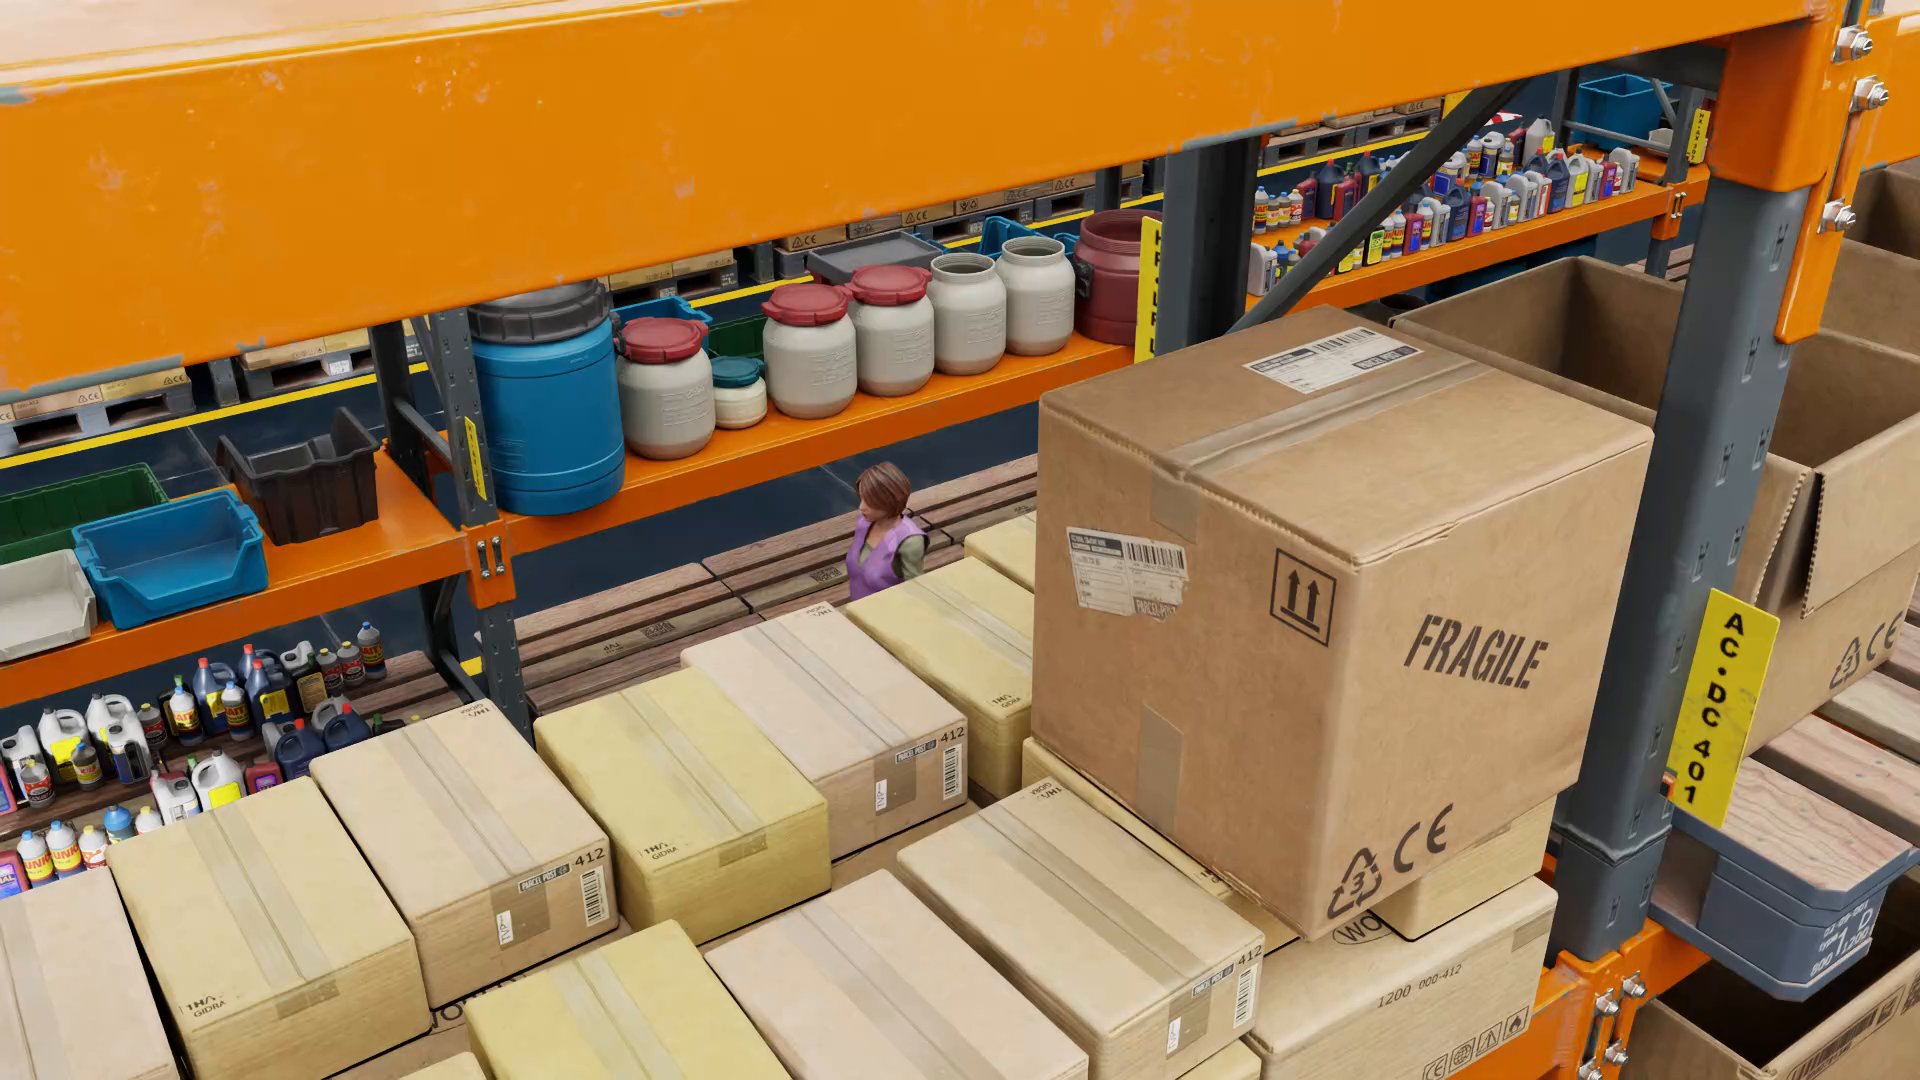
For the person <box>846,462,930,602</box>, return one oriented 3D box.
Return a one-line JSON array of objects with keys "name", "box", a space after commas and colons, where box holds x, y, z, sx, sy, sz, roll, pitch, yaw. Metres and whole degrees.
[{"name": "person", "box": [-0.359, 0.440, 6.826, 0.583, 1.593, 0.424, -24, 37, -36]}]
